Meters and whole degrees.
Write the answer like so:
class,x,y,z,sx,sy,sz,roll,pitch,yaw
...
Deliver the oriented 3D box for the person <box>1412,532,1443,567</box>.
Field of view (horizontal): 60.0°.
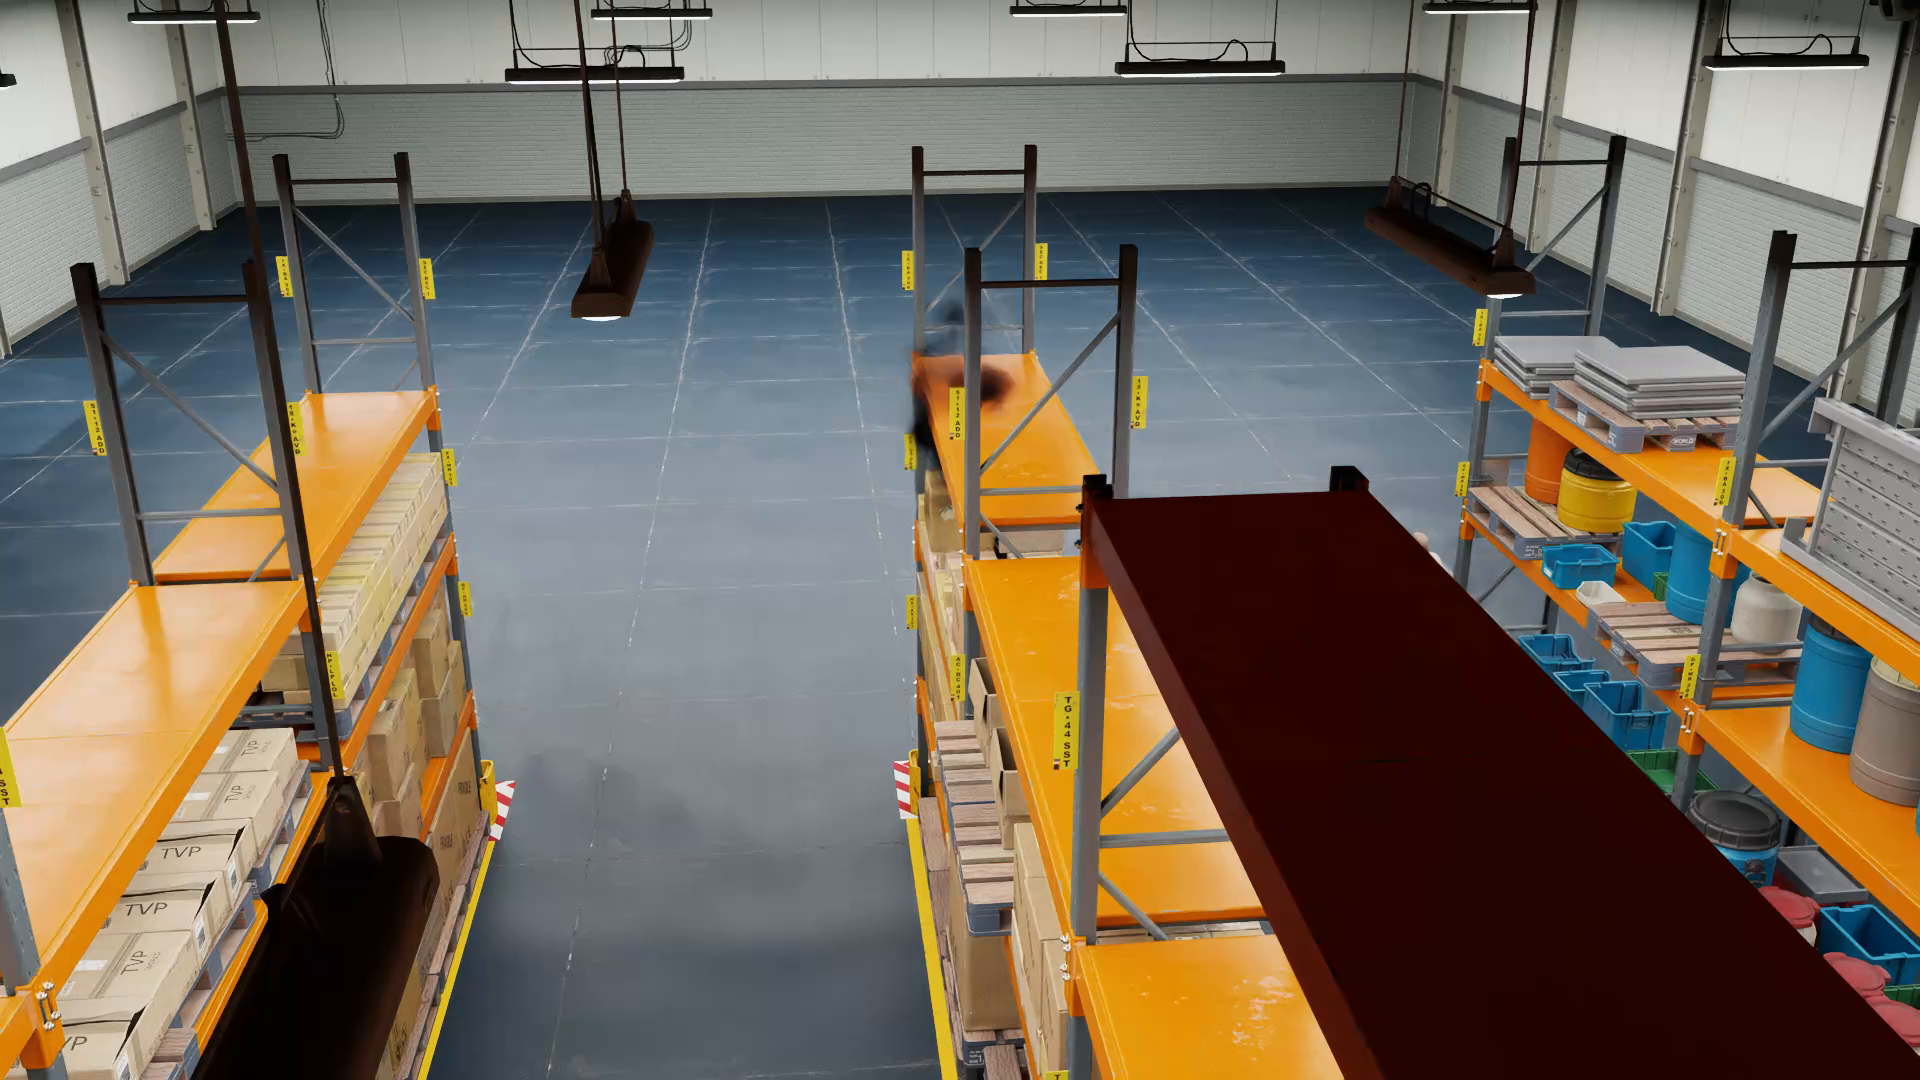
class,x,y,z,sx,sy,sz,roll,pitch,yaw
person,4.797,0.791,17.254,0.887,1.797,0.703,14,26,32
